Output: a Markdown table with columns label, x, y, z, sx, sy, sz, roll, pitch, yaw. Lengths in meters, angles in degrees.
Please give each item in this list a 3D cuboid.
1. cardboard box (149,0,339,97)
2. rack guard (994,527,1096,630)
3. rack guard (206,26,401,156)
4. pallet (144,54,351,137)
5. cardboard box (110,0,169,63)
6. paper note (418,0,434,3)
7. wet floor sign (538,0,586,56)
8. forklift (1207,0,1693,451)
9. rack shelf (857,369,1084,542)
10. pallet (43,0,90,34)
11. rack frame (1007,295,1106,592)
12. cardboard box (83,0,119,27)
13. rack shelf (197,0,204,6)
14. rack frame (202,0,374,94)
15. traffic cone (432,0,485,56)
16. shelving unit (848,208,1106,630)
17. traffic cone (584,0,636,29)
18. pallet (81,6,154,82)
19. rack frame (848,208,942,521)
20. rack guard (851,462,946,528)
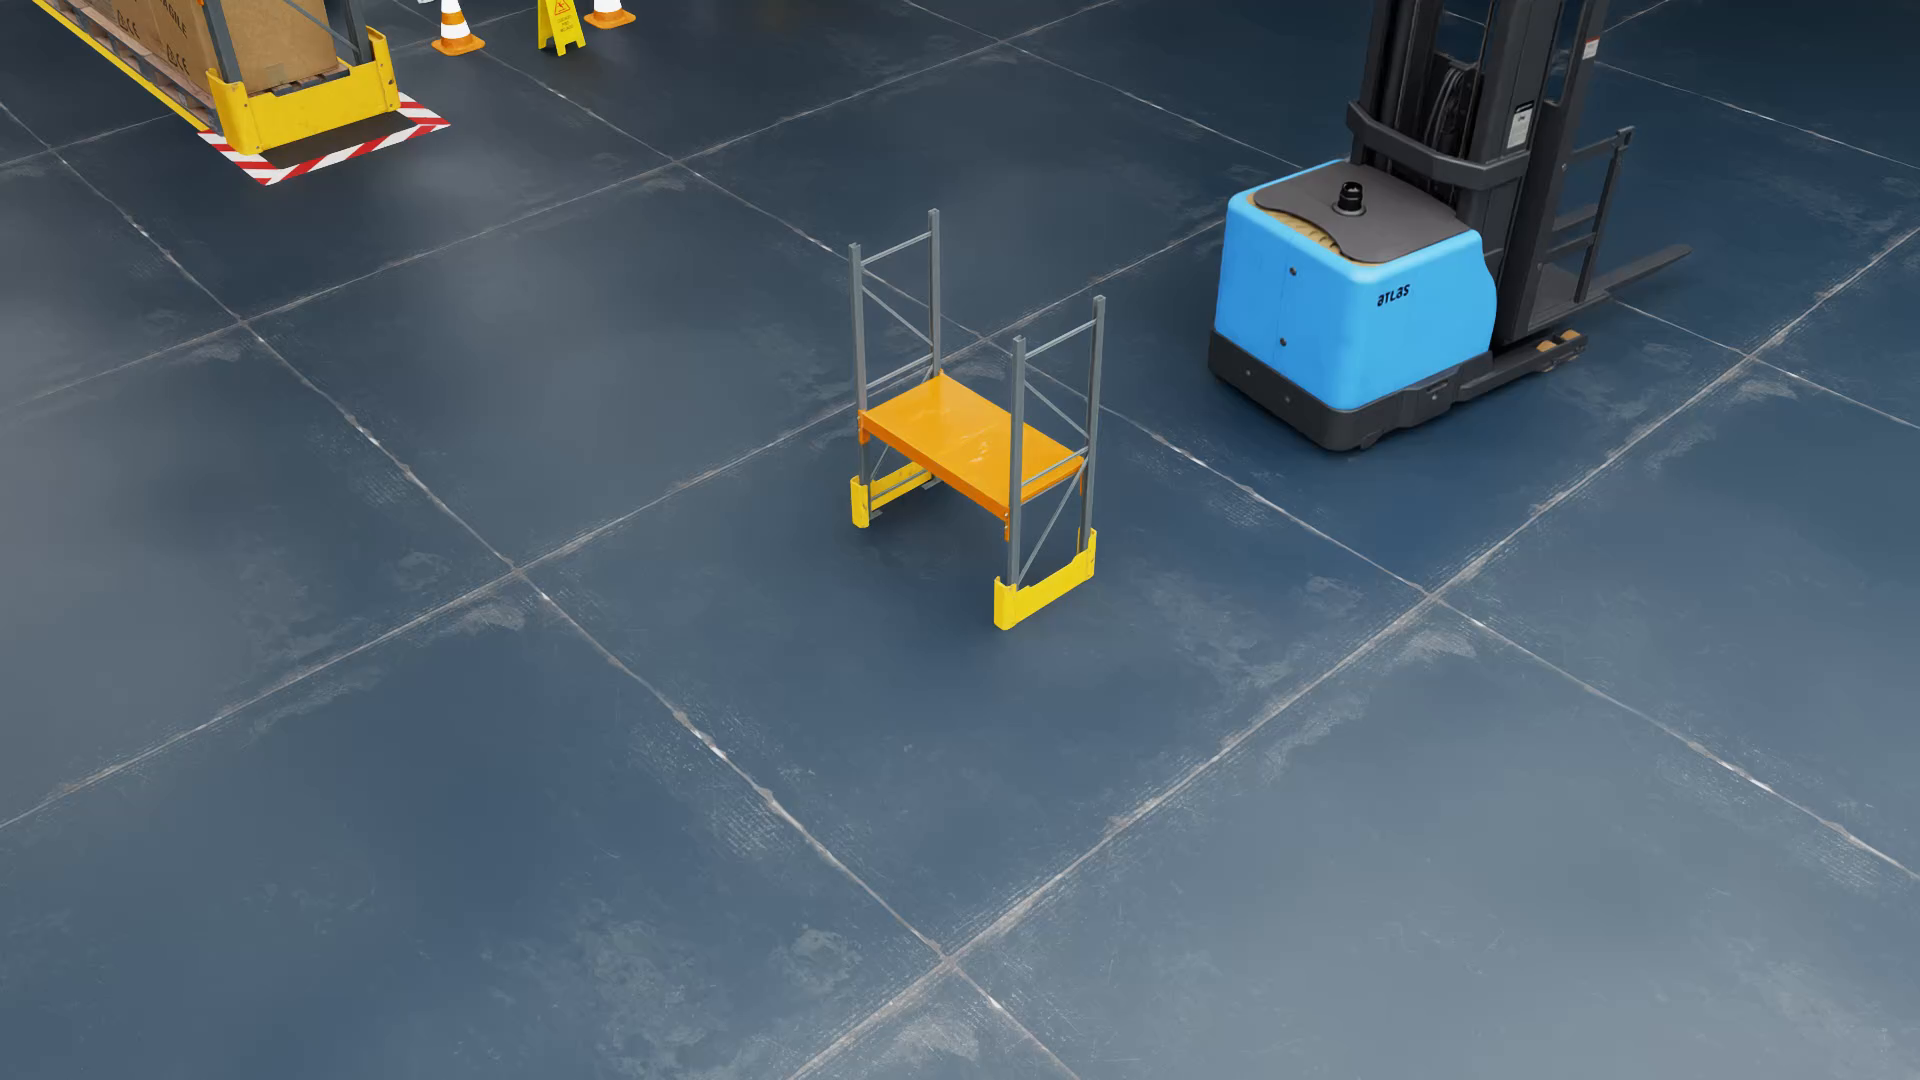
| label | x | y | z | sx | sy | sz | roll | pitch | yaw |
| --- | --- | --- | --- | --- | --- | --- | --- | --- | --- |
| cardboard box | -4.993 | -3.689 | 11.495 | 0.875 | 0.875 | 0.875 | -30 | 47 | -32 |
| rack guard | 0.388 | 0.169 | 7.550 | 0.587 | 0.250 | 0.087 | -30 | 48 | -32 |
| rack guard | -4.470 | -3.083 | 11.377 | 1.175 | 0.500 | 0.348 | -30 | 48 | -32 |
| pallet | -5.084 | -3.319 | 11.899 | 1.003 | 0.211 | 1.213 | -30 | 48 | -32 |
| cardboard box | -5.590 | -4.095 | 11.998 | 0.875 | 0.875 | 0.875 | -31 | 48 | -32 |
| paper note | -4.268 | -4.339 | 13.307 | 0.144 | 0.017 | 0.142 | -15 | 41 | -17 |
| wet floor sign | -3.008 | -3.979 | 12.371 | 0.232 | 0.644 | 0.267 | 26 | 45 | 28 |
| forklift | 2.848 | -2.313 | 8.490 | 3.031 | 2.935 | 1.130 | -23 | 44 | -26 |
| rack shelf | 0.058 | -0.404 | 7.551 | 0.538 | 0.185 | 1.000 | -30 | 48 | -32 |
| pallet | -6.735 | -4.448 | 13.297 | 1.003 | 0.211 | 1.213 | -30 | 48 | -32 |
| rack frame | 0.402 | -0.309 | 7.146 | 0.500 | 1.500 | 0.032 | -30 | 48 | -32 |
| cardboard box | -6.205 | -4.518 | 12.522 | 0.875 | 0.875 | 0.875 | -30 | 47 | -31 |
| rack shelf | -5.839 | -4.712 | 11.978 | 1.077 | 0.370 | 4.000 | -30 | 48 | -32 |
| rack frame | -4.486 | -4.067 | 10.606 | 1.000 | 3.000 | 0.127 | -30 | 48 | -32 |
| traffic cone | -3.799 | -3.929 | 12.454 | 0.336 | 0.463 | 0.334 | -30 | 48 | -32 |
| shelving unit | 0.052 | -0.548 | 7.443 | 0.587 | 1.500 | 1.083 | -30 | 48 | -32 |
| traffic cone | -2.737 | -4.252 | 12.854 | 0.336 | 0.463 | 0.334 | -30 | 48 | -32 |
| pallet | -5.905 | -3.883 | 12.598 | 1.003 | 0.211 | 1.213 | -30 | 48 | -32 |
| rack frame | -0.286 | -0.779 | 7.729 | 0.500 | 1.500 | 0.032 | -30 | 48 | -32 |
| rack guard | -0.285 | -0.292 | 8.121 | 0.587 | 0.250 | 0.087 | -30 | 48 | -32 |
